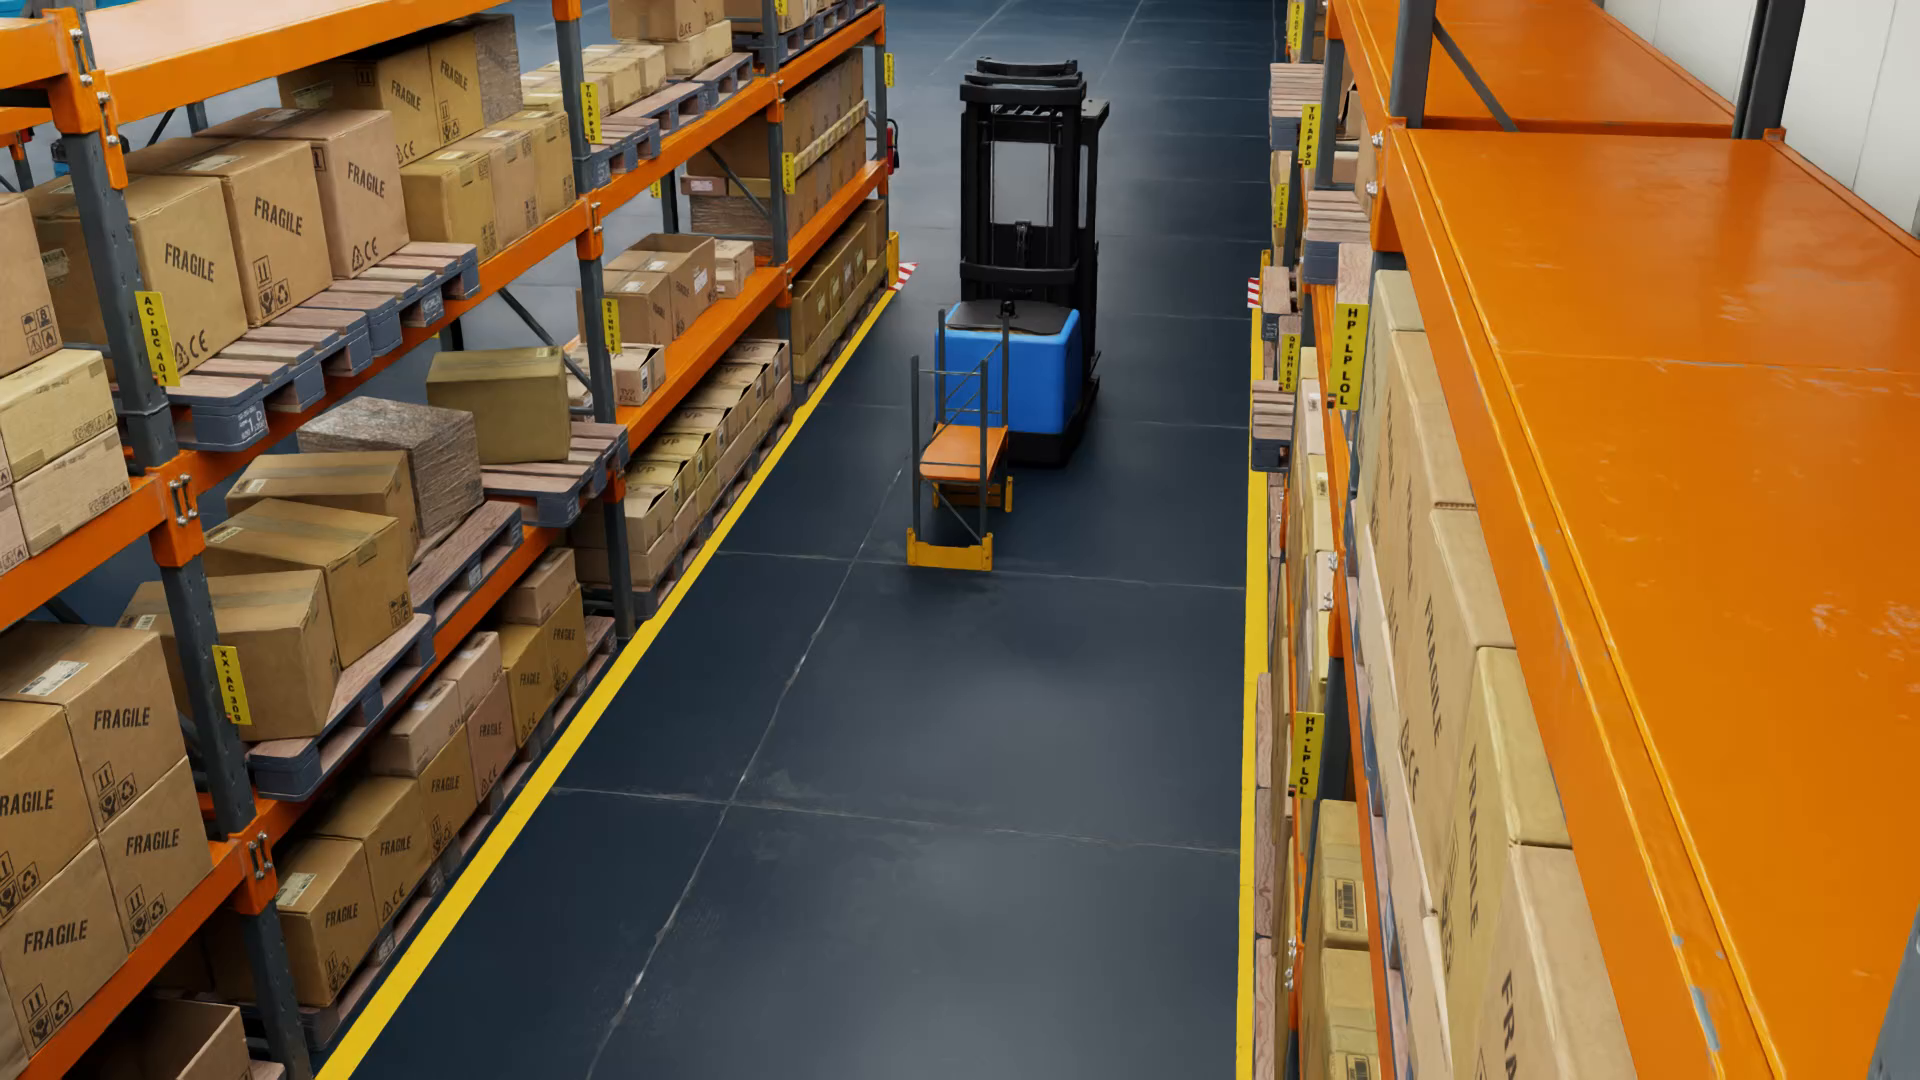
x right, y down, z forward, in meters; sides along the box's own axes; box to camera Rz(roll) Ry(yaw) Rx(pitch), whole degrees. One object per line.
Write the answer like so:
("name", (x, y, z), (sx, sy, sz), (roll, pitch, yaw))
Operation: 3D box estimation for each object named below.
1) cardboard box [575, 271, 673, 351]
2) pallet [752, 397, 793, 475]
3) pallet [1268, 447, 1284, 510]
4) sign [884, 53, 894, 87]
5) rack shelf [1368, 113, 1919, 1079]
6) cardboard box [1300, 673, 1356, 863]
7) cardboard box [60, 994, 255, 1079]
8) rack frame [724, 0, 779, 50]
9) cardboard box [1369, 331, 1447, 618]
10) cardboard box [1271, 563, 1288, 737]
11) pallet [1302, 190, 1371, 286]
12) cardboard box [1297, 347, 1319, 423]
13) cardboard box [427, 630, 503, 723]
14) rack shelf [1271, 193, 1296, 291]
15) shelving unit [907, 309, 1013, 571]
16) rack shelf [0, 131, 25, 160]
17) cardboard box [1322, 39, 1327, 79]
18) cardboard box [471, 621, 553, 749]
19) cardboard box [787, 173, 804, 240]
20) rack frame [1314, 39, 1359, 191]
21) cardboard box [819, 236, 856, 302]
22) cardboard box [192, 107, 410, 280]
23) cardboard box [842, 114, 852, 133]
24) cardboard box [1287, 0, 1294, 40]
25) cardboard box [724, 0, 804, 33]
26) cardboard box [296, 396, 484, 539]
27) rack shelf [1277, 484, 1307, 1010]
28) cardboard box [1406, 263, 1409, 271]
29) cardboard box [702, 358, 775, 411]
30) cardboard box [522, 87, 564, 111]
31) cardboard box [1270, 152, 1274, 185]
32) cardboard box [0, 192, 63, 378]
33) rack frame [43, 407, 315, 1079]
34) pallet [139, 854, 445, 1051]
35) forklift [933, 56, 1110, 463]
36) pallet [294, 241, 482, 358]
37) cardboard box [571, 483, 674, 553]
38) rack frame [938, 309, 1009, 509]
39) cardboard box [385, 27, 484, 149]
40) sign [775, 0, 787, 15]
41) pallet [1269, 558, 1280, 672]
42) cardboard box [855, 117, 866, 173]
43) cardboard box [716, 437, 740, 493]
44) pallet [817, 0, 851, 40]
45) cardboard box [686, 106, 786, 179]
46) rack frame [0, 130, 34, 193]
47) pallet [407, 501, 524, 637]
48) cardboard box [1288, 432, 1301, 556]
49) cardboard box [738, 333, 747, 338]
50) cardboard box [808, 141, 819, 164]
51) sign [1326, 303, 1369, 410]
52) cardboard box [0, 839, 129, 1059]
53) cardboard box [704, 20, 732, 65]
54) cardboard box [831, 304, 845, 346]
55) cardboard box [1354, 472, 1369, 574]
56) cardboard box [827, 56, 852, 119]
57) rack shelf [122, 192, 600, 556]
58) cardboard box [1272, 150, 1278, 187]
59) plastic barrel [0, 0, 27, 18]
("cardboard box", (-2.298, -1.531, 11.408), (0.500, 0.500, 0.500), (3, 25, 6))
("pallet", (-1.984, -0.882, 13.429), (1.003, 0.211, 1.213), (4, 25, 9))
("pallet", (2.860, -0.525, 12.667), (1.003, 0.211, 1.213), (4, 25, 9))
("sign", (-0.715, -4.717, 16.687), (0.100, 0.325, 0.005), (4, 25, 9))
("rack shelf", (1.351, -0.141, 2.802), (1.077, 0.370, 4.000), (4, 25, 9))
("cardboard box", (1.505, 0.833, 5.985), (0.500, 0.500, 0.500), (4, 25, 8))
("cardboard box", (-3.023, 2.081, 6.239), (0.500, 0.500, 0.500), (4, 25, 9))
("rack frame", (-1.902, -5.172, 12.230), (1.000, 3.000, 0.127), (4, 25, 9))
("cardboard box", (1.207, -0.139, 3.695), (0.500, 0.500, 0.500), (3, 25, 7))
("cardboard box", (2.082, 0.641, 8.927), (0.750, 0.750, 0.750), (4, 25, 8))
("pallet", (2.279, -1.441, 8.019), (1.213, 0.211, 1.003), (5, 26, 11))
("cardboard box", (1.999, -0.785, 8.557), (0.500, 0.250, 0.500), (5, 25, 10))
("cardboard box", (-2.645, 0.670, 8.369), (0.500, 0.250, 0.500), (4, 25, 8))
("rack shelf", (3.312, -2.624, 14.711), (1.077, 0.370, 4.000), (4, 25, 9))
("shelving unit", (0.012, -0.711, 11.544), (0.587, 1.500, 1.083), (4, 25, 9))
("rack shelf", (-11.348, -3.654, 16.911), (1.077, 0.370, 4.000), (4, 25, 9))
("cardboard box", (2.817, -3.485, 11.549), (0.500, 0.500, 0.500), (8, 26, 16))
("cardboard box", (-2.562, 0.774, 9.031), (0.500, 0.500, 0.500), (3, 25, 7))
("cardboard box", (-1.756, -2.908, 14.350), (0.700, 0.500, 0.500), (4, 25, 8))
("rack frame", (2.332, -3.158, 7.926), (1.000, 3.000, 0.127), (4, 25, 9))
("cardboard box", (-1.274, -2.540, 15.545), (0.500, 0.500, 0.500), (4, 25, 9))
("cardboard box", (-2.839, -1.512, 7.217), (0.600, 0.600, 0.600), (3, 25, 6))
("cardboard box", (-1.249, -3.973, 15.860), (0.380, 0.149, 0.250), (4, 25, 9))
("cardboard box", (3.134, -4.637, 14.483), (0.500, 0.500, 0.500), (5, 26, 11))
("cardboard box", (-1.560, -4.305, 13.137), (0.500, 0.500, 0.500), (6, 26, 13))
("cardboard box", (-2.885, -0.377, 8.449), (0.700, 0.500, 0.500), (9, 27, 18))
("rack shelf", (2.005, 0.722, 7.563), (1.077, 0.370, 4.000), (4, 25, 9))
("cardboard box", (1.957, -0.969, 6.150), (0.700, 0.500, 0.500), (4, 25, 8))
("cardboard box", (-1.764, -1.247, 13.006), (0.500, 0.311, 0.500), (5, 25, 10))
("cardboard box", (-2.537, -2.457, 9.648), (0.500, 0.250, 0.500), (2, 25, 5))
("cardboard box", (3.246, -3.546, 15.984), (0.500, 0.250, 0.500), (3, 25, 7))
("cardboard box", (-3.251, -0.760, 5.044), (0.700, 0.500, 0.500), (4, 25, 9))
("rack frame", (-3.209, 0.891, 6.353), (1.000, 3.000, 0.127), (4, 25, 9))
("pallet", (-3.114, 1.811, 7.677), (1.003, 0.211, 1.213), (4, 25, 9))
("forklift", (0.601, -2.523, 13.728), (1.130, 2.935, 3.031), (5, 26, 11))
("pallet", (-2.867, -1.085, 7.257), (1.213, 0.211, 1.003), (4, 25, 9))
("cardboard box", (-2.180, -0.180, 10.727), (0.500, 0.311, 0.500), (5, 26, 10))
("rack frame", (0.097, -0.928, 12.007), (0.500, 1.500, 0.032), (4, 25, 9))
("cardboard box", (-2.717, -2.244, 8.214), (0.500, 0.500, 0.500), (4, 25, 9))
("sign", (-1.365, -4.157, 12.618), (0.100, 0.325, 0.005), (4, 25, 9))
("pallet", (2.461, 0.495, 10.487), (1.003, 0.211, 1.213), (4, 25, 9))
("cardboard box", (-1.337, -3.979, 16.639), (0.700, 0.500, 0.500), (4, 25, 9))
("cardboard box", (-1.936, -0.569, 12.219), (0.500, 0.250, 0.500), (5, 25, 10))
("pallet", (-1.586, -4.641, 14.737), (1.003, 0.211, 1.213), (4, 25, 9))
("cardboard box", (-1.836, -3.274, 13.603), (0.700, 0.500, 0.500), (4, 25, 9))
("rack frame", (-11.021, -4.816, 18.545), (1.000, 3.000, 0.127), (4, 25, 9))
("pallet", (-2.869, 0.118, 8.230), (1.003, 0.211, 1.213), (4, 25, 9))
("cardboard box", (1.905, -0.226, 8.246), (0.500, 0.500, 0.500), (5, 26, 10))
("cardboard box", (-2.042, -1.609, 14.442), (0.500, 0.250, 0.500), (4, 25, 9))
("cardboard box", (-1.460, -3.433, 14.706), (0.380, 0.149, 0.250), (3, 25, 7))
("sign", (1.141, -0.537, 4.883), (0.100, 0.325, 0.005), (4, 25, 9))
("cardboard box", (-3.121, 1.288, 5.387), (0.500, 0.500, 0.500), (5, 25, 10))
("cardboard box", (-2.012, -3.679, 12.259), (0.500, 0.250, 0.500), (7, 26, 14))
("cardboard box", (-1.354, -1.991, 15.257), (0.500, 0.250, 0.500), (4, 25, 9))
("cardboard box", (1.305, -0.023, 4.331), (0.500, 0.250, 0.500), (4, 25, 8))
("cardboard box", (-1.426, -4.324, 15.846), (0.700, 0.500, 0.500), (3, 25, 7))
("rack shelf", (-2.883, -0.979, 7.657), (1.077, 0.370, 4.000), (4, 25, 9))
("cardboard box", (3.084, -3.467, 14.931), (0.500, 0.500, 0.500), (3, 25, 7))
("plastic barrel", (-6.871, -3.611, 11.841), (0.600, 0.901, 0.708), (4, 25, 9))
